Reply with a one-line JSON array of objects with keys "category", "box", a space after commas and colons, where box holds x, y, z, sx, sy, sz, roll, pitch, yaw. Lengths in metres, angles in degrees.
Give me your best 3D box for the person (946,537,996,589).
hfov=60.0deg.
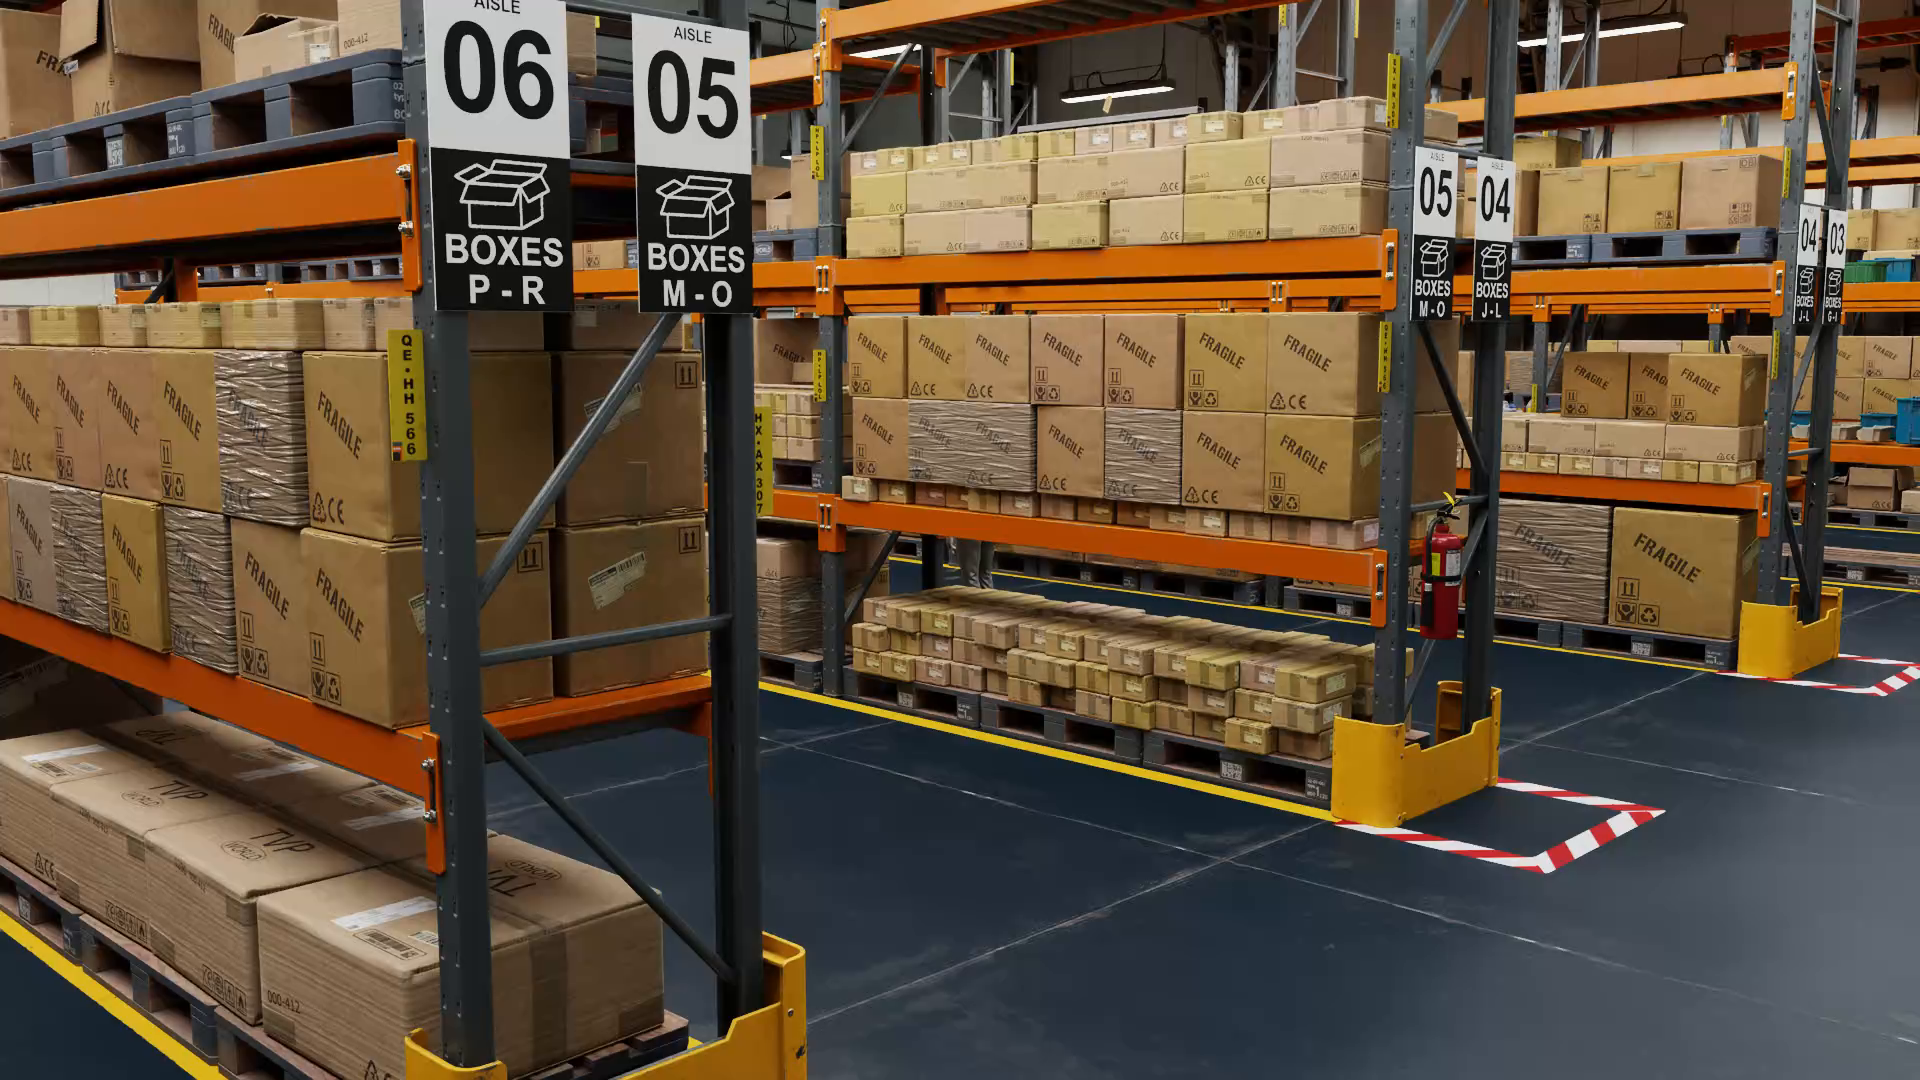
[{"category": "person", "box": [0.076, -0.080, 12.696, 0.529, 1.694, 0.587, 7, 10, 43]}]
